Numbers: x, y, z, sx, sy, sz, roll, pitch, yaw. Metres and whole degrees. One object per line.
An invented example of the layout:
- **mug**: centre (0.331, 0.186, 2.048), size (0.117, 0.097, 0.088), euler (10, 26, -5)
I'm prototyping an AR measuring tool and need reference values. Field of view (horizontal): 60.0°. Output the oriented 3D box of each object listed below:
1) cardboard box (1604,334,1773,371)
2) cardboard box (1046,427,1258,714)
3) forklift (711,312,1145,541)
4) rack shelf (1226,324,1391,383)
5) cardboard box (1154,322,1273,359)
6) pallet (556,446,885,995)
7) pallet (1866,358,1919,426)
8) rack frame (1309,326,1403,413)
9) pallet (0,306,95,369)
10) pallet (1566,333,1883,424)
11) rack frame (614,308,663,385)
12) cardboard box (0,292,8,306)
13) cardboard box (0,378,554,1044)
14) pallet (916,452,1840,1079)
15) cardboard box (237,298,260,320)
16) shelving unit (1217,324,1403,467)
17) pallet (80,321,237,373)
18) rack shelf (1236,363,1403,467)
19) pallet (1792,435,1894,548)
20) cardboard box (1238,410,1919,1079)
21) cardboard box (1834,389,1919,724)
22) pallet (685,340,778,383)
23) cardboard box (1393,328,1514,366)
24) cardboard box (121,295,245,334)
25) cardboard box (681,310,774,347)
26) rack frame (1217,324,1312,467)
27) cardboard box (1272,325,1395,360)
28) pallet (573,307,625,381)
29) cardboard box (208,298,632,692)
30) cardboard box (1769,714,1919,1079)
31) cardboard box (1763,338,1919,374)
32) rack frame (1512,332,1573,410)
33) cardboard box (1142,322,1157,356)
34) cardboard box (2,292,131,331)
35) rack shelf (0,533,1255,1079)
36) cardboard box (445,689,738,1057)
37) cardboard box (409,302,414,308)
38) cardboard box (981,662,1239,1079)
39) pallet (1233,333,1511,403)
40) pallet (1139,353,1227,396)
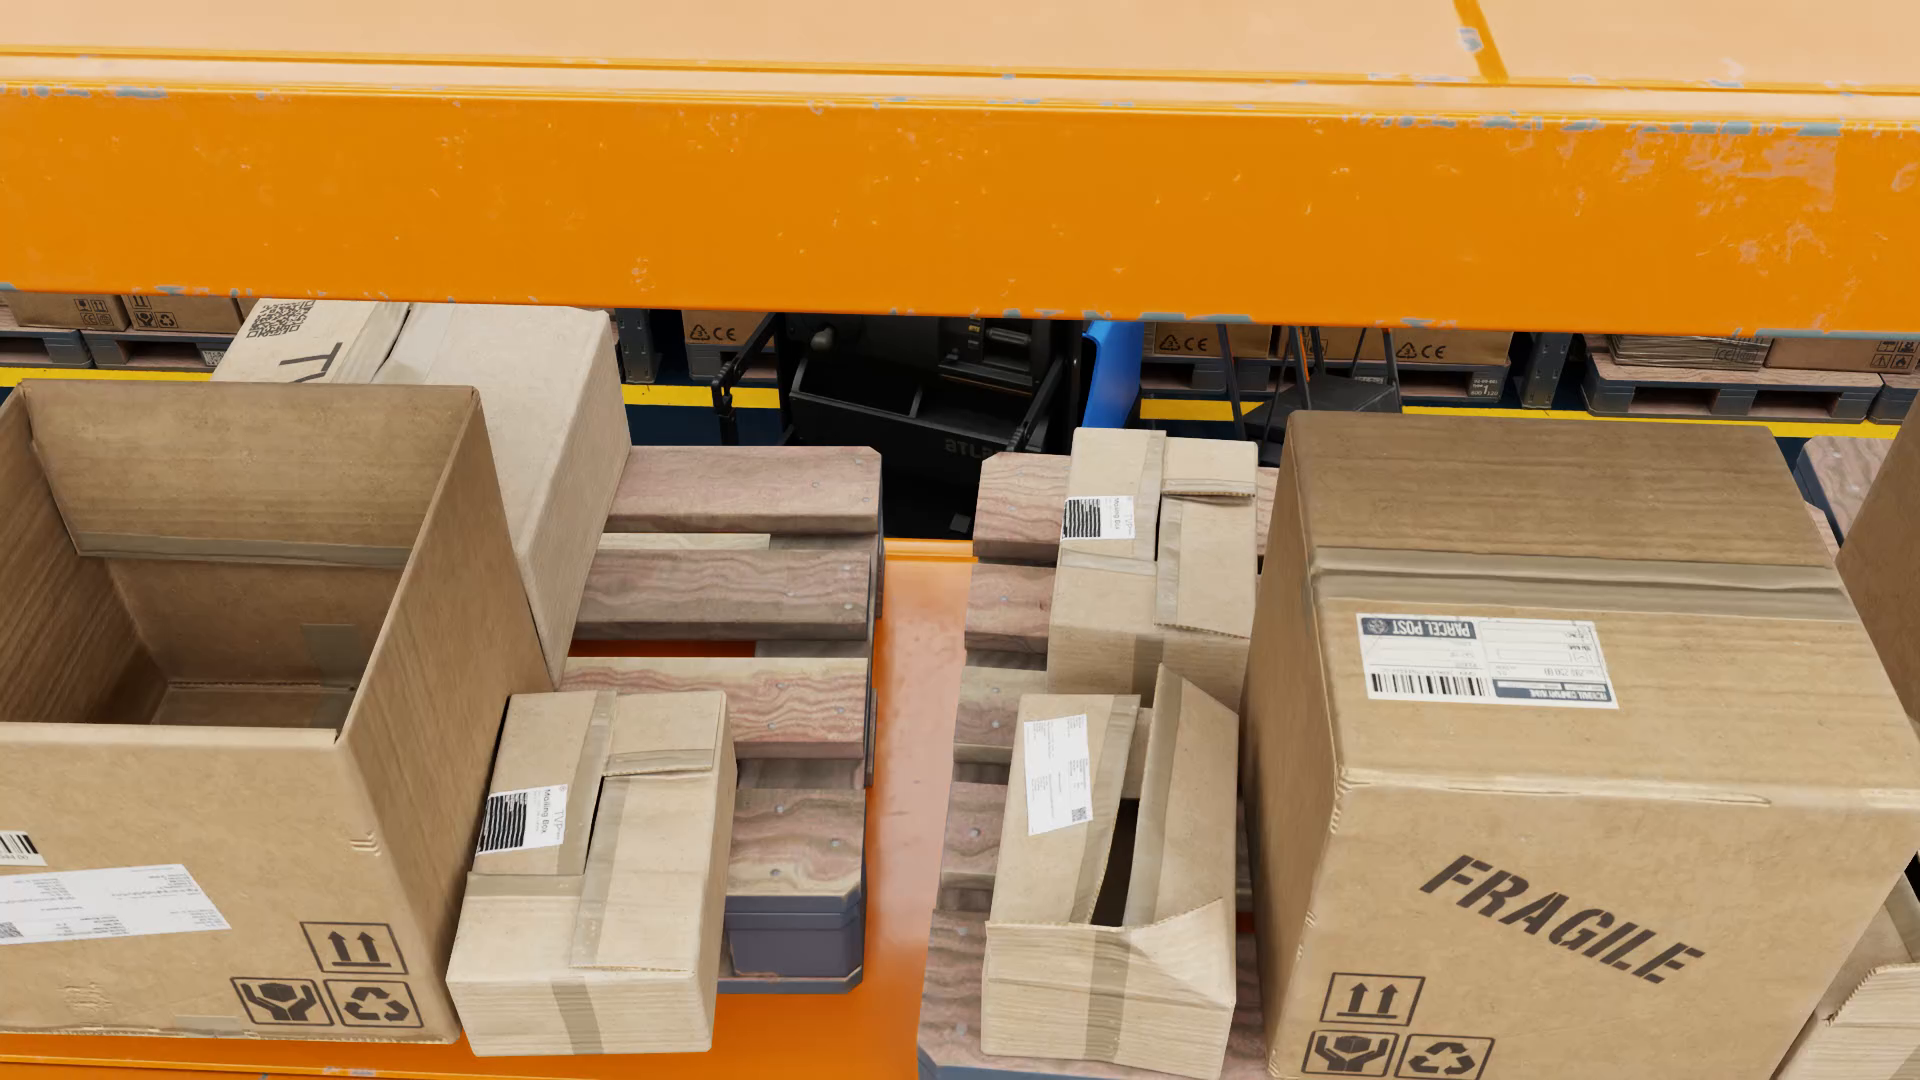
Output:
- **cardboard box**: centre (3.199, -1.271, 7.348), size (0.625, 0.625, 0.875), euler (3, 43, 3)
- **cardboard box**: centre (0.256, 0.032, 2.177), size (0.250, 0.166, 0.380), euler (5, 43, 5)
- **forklift**: centre (-0.210, -0.672, 5.321), size (1.130, 2.935, 3.031), euler (14, 45, 14)
- **rack shelf**: centre (1.265, -0.948, 6.225), size (0.480, 0.518, 0.431), euler (-30, 29, -29)
- **cardboard box**: centre (1.122, -1.157, 7.318), size (0.500, 0.500, 0.500), euler (3, 43, 4)
- **pallet**: centre (-0.721, 0.209, 2.265), size (1.217, 0.209, 0.805), euler (0, 43, 0)
- **pallet**: centre (4.612, -0.904, 7.565), size (1.213, 0.211, 1.003), euler (2, 43, 2)
- **rack frame**: centre (1.447, -1.068, 6.337), size (0.015, 2.100, 0.400), euler (-30, 29, -29)
- **pallet**: centre (-4.543, -1.214, 7.899), size (1.213, 0.211, 1.003), euler (2, 43, 2)
- **pallet**: centre (3.397, -0.943, 7.607), size (1.213, 0.211, 1.003), euler (2, 43, 2)
- **rack frame**: centre (-1.420, -2.138, 6.844), size (0.127, 3.000, 1.000), euler (2, 43, 2)
- **cardboard box**: centre (-4.386, -1.248, 7.673), size (0.250, 0.149, 0.380), euler (0, 43, 0)
- **cardboard box**: centre (-0.772, 0.179, 1.775), size (0.500, 0.500, 0.500), euler (1, 43, 1)
- **pallet**: centre (0.593, 0.321, 2.143), size (1.213, 0.211, 1.003), euler (4, 43, 4)
- **cardboard box**: centre (-2.920, -1.332, 7.505), size (0.500, 0.500, 0.700), euler (0, 43, 0)
- **shelving unit**: centre (1.262, -0.960, 6.220), size (0.503, 2.100, 0.431), euler (-30, 29, -29)
- **pallet**: centre (-3.328, -1.175, 7.856), size (1.213, 0.211, 1.003), euler (2, 43, 2)
- **rack shelf**: centre (1.430, -0.337, 6.524), size (0.480, 0.518, 0.431), euler (-30, 29, -29)
- **pallet**: centre (1.711, 0.353, 2.109), size (1.003, 0.211, 1.213), euler (4, 43, 4)
- **cardboard box**: centre (0.583, 0.221, 1.731), size (0.500, 0.500, 0.500), euler (2, 43, 2)
- **cardboard box**: centre (1.359, 0.176, 1.778), size (0.500, 0.500, 0.700), euler (0, 43, 0)
- **pallet**: centre (-0.605, -1.118, 7.796), size (1.213, 0.211, 1.003), euler (2, 43, 2)
- **cardboard box**: centre (2.144, -1.121, 7.278), size (0.500, 0.500, 0.500), euler (3, 43, 3)
- **cardboard box**: centre (-3.433, -1.279, 7.448), size (0.500, 0.500, 0.500), euler (3, 43, 3)
- **cardboard box**: centre (-0.947, -1.209, 7.373), size (0.500, 0.500, 0.500), euler (3, 43, 4)
- **rack frame**: centre (1.076, -0.853, 6.102), size (0.015, 2.100, 0.400), euler (-30, 29, -29)
- **cardboard box**: centre (1.645, -1.143, 7.302), size (0.500, 0.500, 0.500), euler (1, 43, 1)
- **pallet**: centre (-2.106, -1.139, 7.818), size (1.213, 0.211, 1.003), euler (2, 43, 2)
- **cardboard box**: centre (-0.750, -0.092, 2.205), size (0.500, 0.311, 0.500), euler (2, 43, 2)
- **cardboard box**: centre (0.965, 0.359, 1.754), size (0.258, 0.266, 0.396), euler (1, 43, 1)
- **cardboard box**: centre (3.852, -1.257, 7.332), size (0.625, 0.625, 0.875), euler (3, 43, 3)
- **rack frame**: centre (2.576, -2.015, 6.712), size (0.127, 3.000, 1.000), euler (2, 43, 2)
- **cardboard box**: centre (0.602, -1.161, 7.321), size (0.500, 0.500, 0.500), euler (0, 43, 0)
- **cardboard box**: centre (-3.957, -1.364, 7.539), size (0.500, 0.500, 0.700), euler (3, 43, 4)
- **rack shelf**: centre (0.358, 0.469, 2.373), size (4.000, 0.370, 1.077), euler (2, 43, 2)
- **cardboard box**: centre (-0.391, 0.354, 1.832), size (0.250, 0.166, 0.380), euler (-1, 43, -1)
- **cardboard box**: centre (-2.346, -1.119, 7.449), size (0.258, 0.266, 0.396), euler (3, 43, 3)
- **cardboard box**: centre (0.170, 0.335, 1.780), size (0.258, 0.266, 0.396), euler (5, 43, 5)
- **pallet**: centre (1.832, -1.043, 7.715), size (1.213, 0.211, 1.003), euler (2, 43, 2)
- **pallet**: centre (0.616, -1.083, 7.757), size (1.213, 0.211, 1.003), euler (2, 43, 2)
